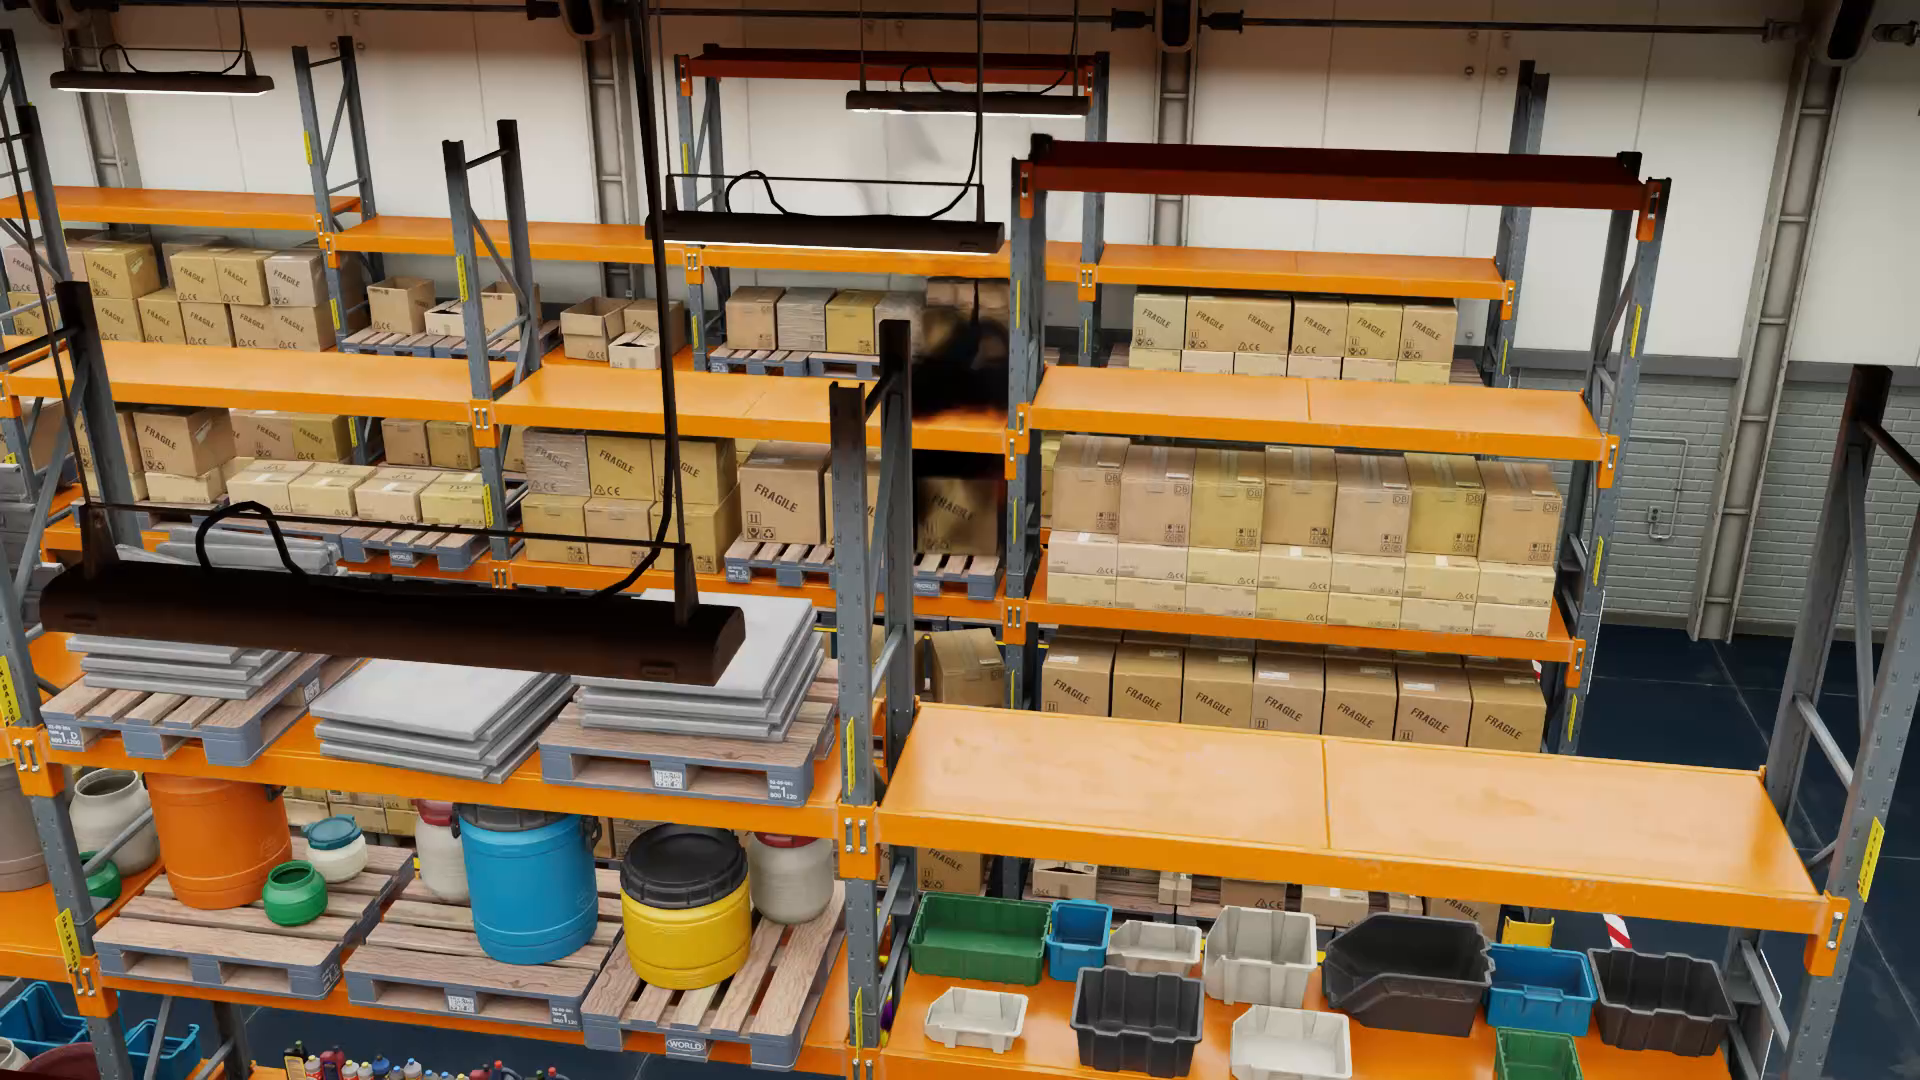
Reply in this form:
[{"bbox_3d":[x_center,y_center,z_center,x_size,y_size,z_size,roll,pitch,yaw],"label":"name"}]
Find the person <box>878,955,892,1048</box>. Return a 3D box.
[{"bbox_3d":[-0.426,3.253,10.480,0.650,1.751,0.727,6,24,13],"label":"person"}]
